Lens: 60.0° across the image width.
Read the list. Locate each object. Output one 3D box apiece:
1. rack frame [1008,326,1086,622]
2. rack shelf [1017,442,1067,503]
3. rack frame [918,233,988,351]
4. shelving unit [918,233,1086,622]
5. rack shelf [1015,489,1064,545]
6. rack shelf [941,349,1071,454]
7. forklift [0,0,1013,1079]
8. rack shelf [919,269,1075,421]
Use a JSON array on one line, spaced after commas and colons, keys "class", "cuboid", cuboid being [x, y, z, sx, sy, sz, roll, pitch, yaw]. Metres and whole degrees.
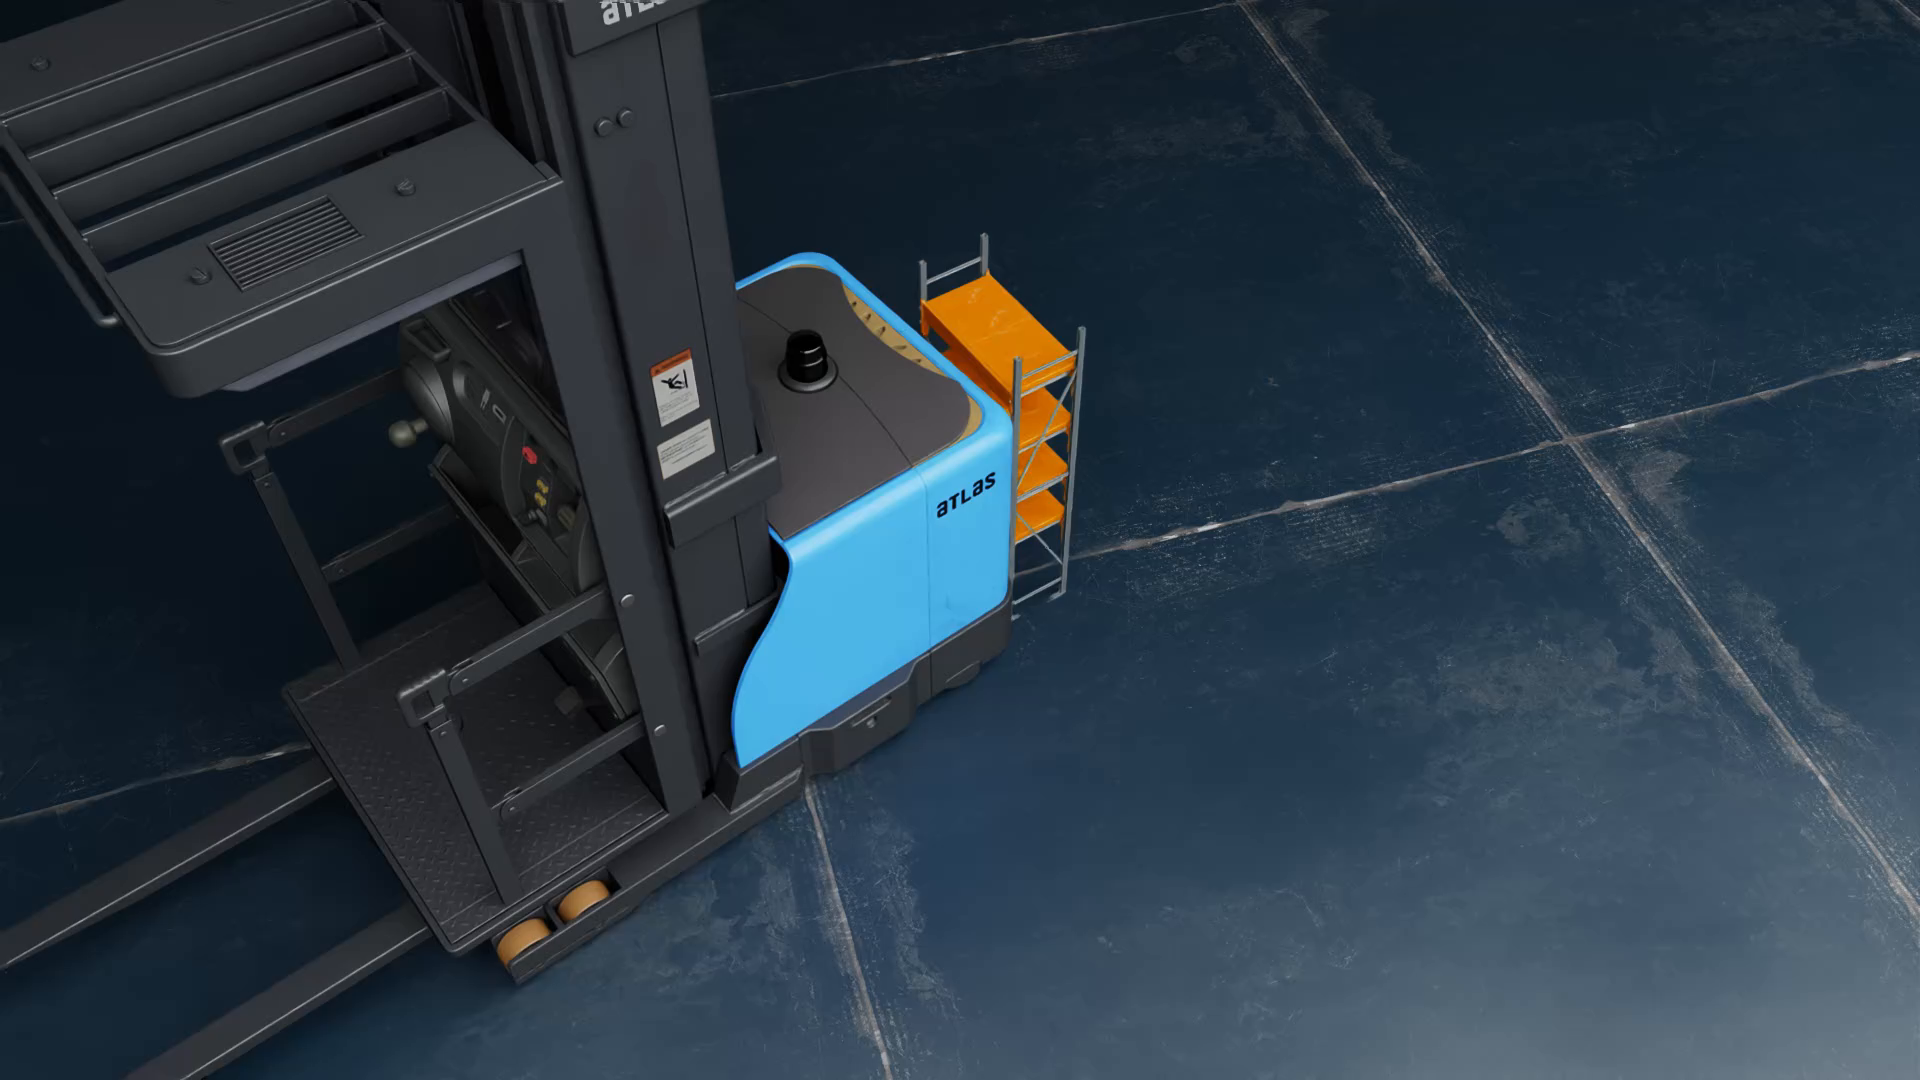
[{"class": "rack frame", "cuboid": [0.252, -0.163, 5.103, 0.240, 1.200, 0.015, -27, 55, -21]}, {"class": "rack shelf", "cuboid": [0.116, -0.275, 5.285, 0.258, 0.148, 0.480, -27, 55, -21]}, {"class": "rack frame", "cuboid": [-0.020, -0.473, 5.364, 0.240, 1.200, 0.015, -27, 55, -21]}, {"class": "shelving unit", "cuboid": [0.116, -0.318, 5.233, 0.258, 1.200, 0.503, -27, 55, -21]}, {"class": "rack shelf", "cuboid": [0.116, -0.147, 5.436, 0.258, 0.148, 0.480, -27, 55, -21]}, {"class": "rack shelf", "cuboid": [0.116, -0.419, 5.114, 0.258, 0.148, 0.480, -27, 55, -21]}, {"class": "forklift", "cuboid": [-1.305, -0.176, 3.981, 3.031, 2.935, 1.130, -31, 57, -24]}, {"class": "rack shelf", "cuboid": [0.116, -0.571, 4.933, 0.258, 0.148, 0.480, -27, 55, -21]}]
